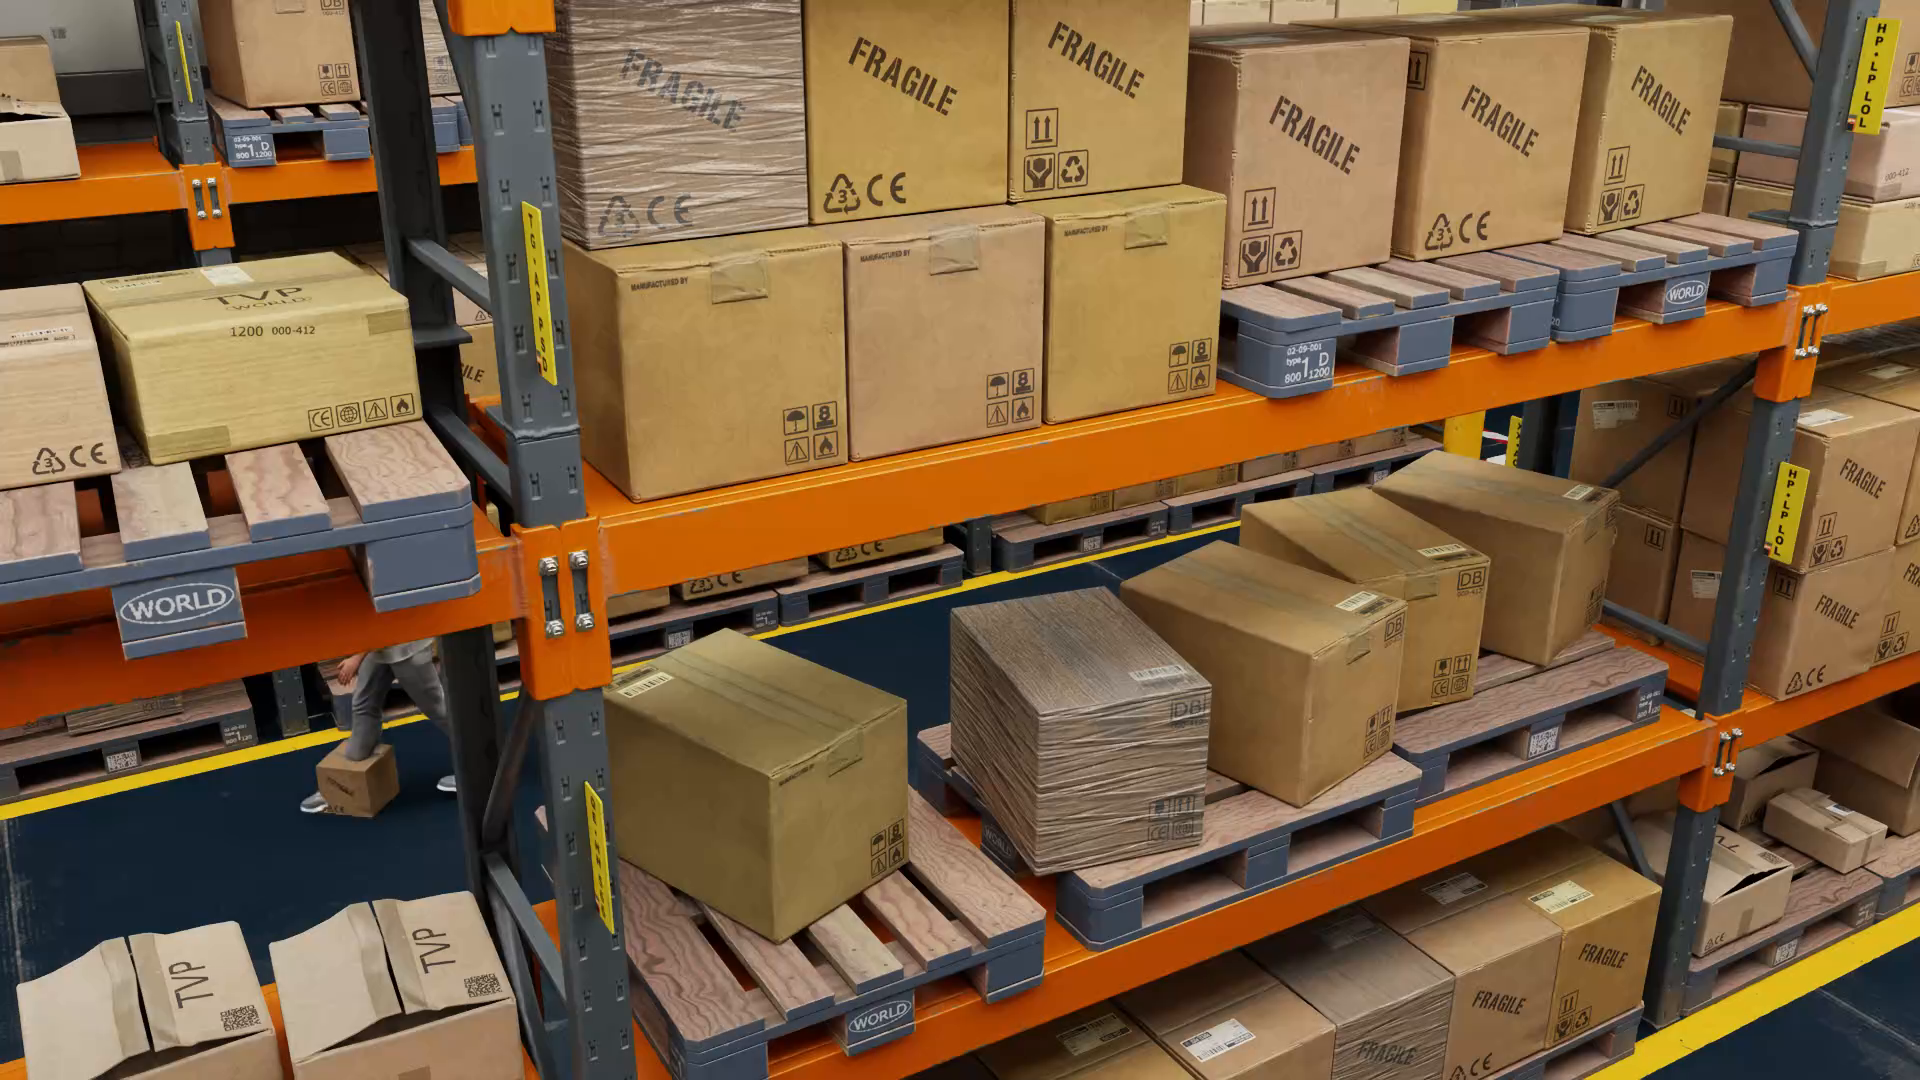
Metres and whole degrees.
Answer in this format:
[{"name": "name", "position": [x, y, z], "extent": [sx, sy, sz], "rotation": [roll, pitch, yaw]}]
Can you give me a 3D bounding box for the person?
[{"name": "person", "position": [-2.570, 0.483, 7.393], "extent": [0.868, 1.569, 0.407], "rotation": [-11, 25, -26]}]
